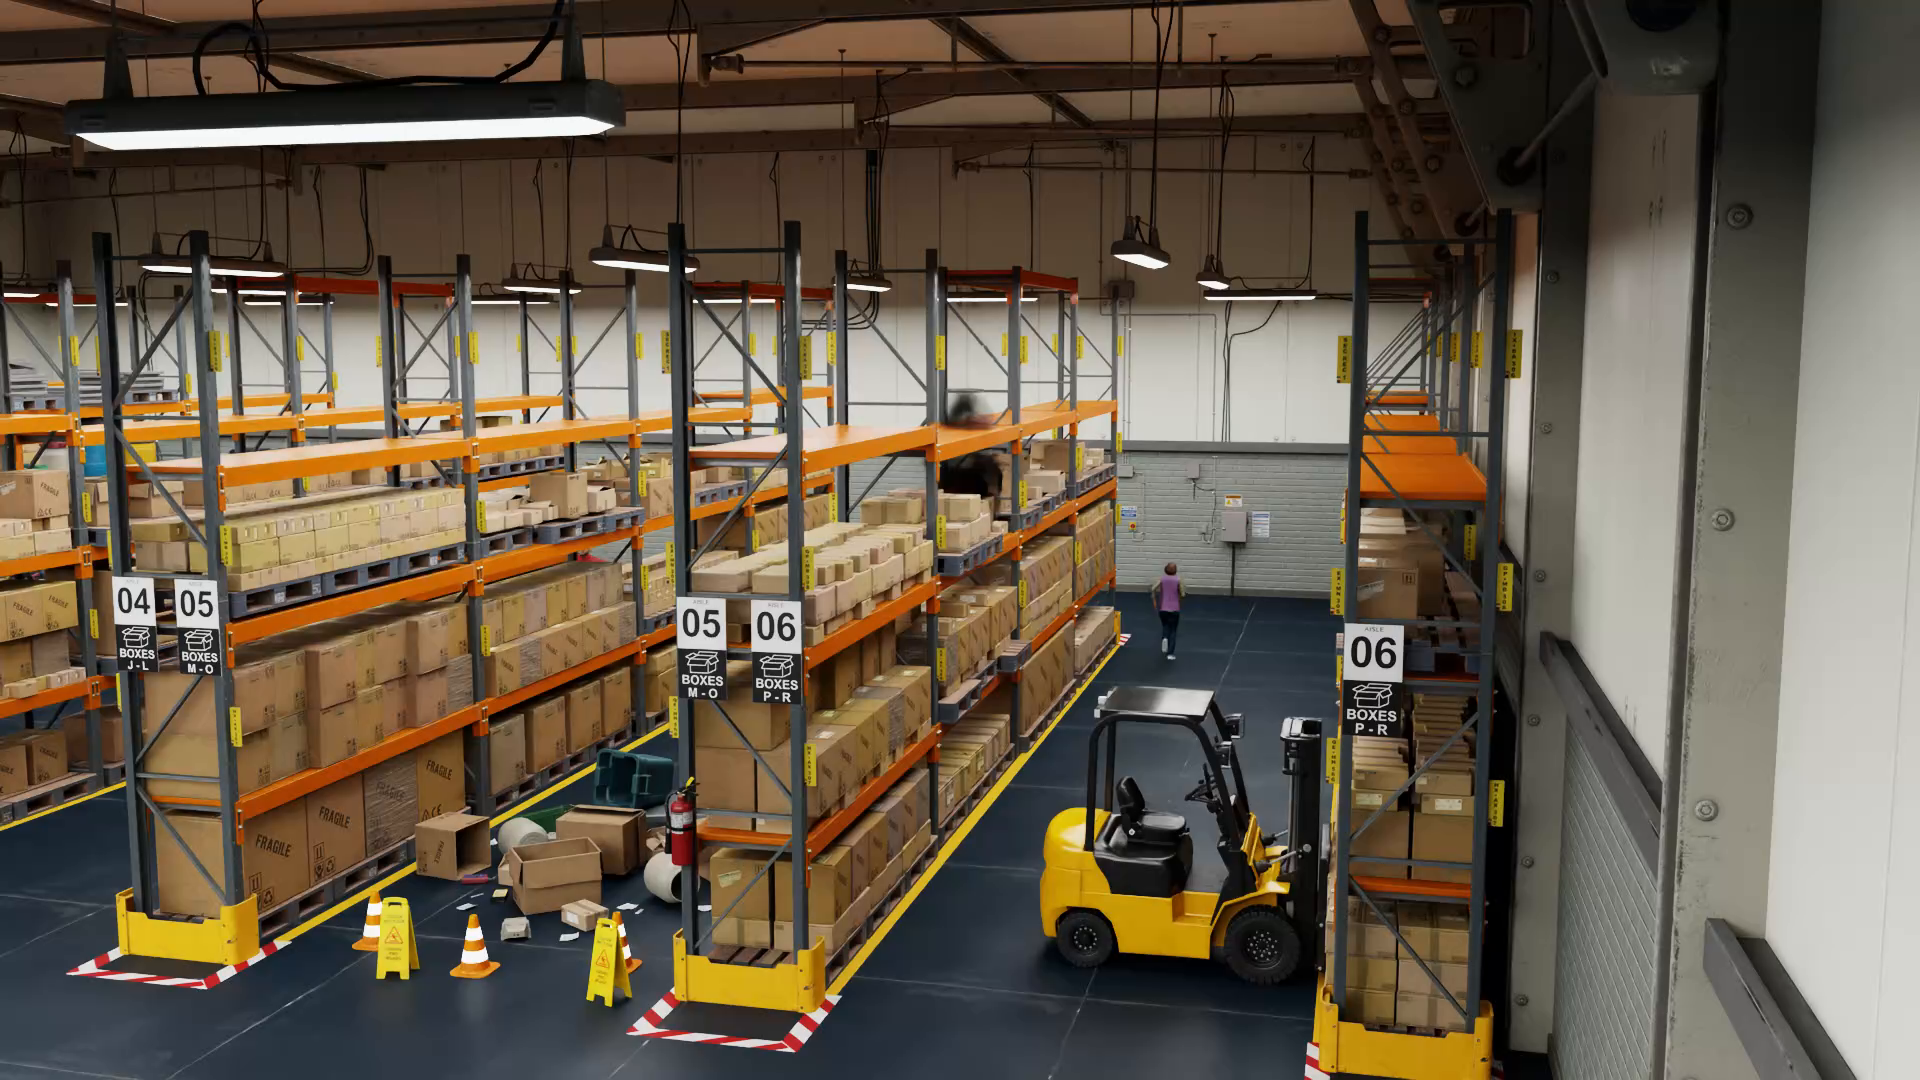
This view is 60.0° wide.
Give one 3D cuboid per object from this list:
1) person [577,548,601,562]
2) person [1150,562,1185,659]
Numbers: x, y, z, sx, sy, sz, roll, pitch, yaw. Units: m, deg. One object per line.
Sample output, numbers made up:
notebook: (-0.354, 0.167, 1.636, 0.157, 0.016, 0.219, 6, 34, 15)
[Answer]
person: (-6.303, 0.880, 27.994, 0.662, 1.720, 0.987, 1, 7, 8)
person: (3.360, 1.126, 26.820, 0.541, 1.555, 0.657, 2, 7, 18)
